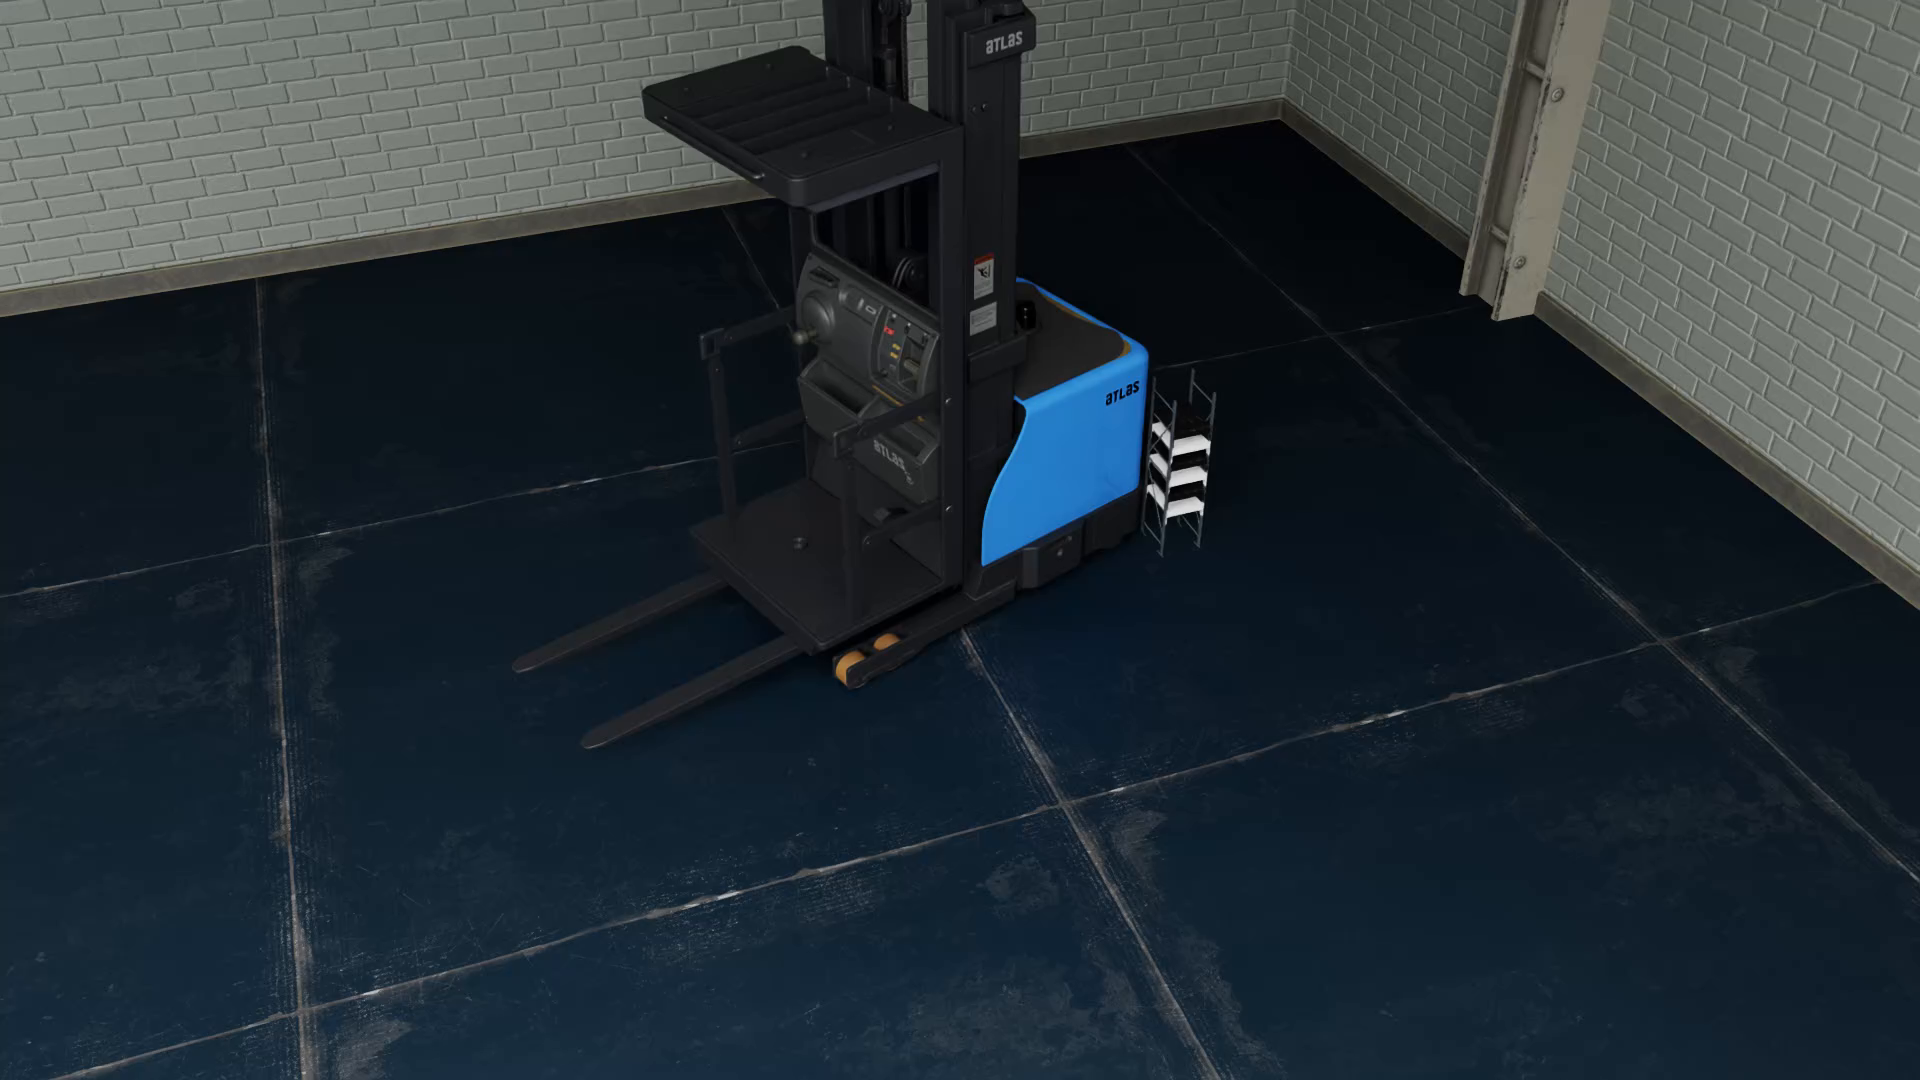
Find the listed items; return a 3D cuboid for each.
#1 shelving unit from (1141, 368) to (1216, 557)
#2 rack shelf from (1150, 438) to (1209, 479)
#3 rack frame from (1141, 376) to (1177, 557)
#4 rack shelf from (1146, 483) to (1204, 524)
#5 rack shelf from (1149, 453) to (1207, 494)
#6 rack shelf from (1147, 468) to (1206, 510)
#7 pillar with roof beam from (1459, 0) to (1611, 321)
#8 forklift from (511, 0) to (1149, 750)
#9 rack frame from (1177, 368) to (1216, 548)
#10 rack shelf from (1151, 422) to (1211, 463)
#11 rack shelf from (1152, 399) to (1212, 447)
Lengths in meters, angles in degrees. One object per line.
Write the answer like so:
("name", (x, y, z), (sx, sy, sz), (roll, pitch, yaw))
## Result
("shelving unit", (1.050, -0.366, 8.049), (0.210, 0.900, 0.258), (-13, 39, -16))
("rack shelf", (1.050, -0.412, 8.015), (0.200, 0.077, 0.258), (-13, 39, -16))
("rack frame", (0.955, -0.345, 8.021), (0.006, 0.900, 0.240), (-13, 39, -16))
("rack shelf", (1.050, -0.196, 8.177), (0.200, 0.077, 0.258), (-13, 39, -16))
("rack shelf", (1.050, -0.340, 8.069), (0.200, 0.077, 0.258), (-13, 39, -16))
("rack shelf", (1.050, -0.268, 8.123), (0.200, 0.077, 0.258), (-13, 39, -16))
("pillar with roof beam", (-0.723, -4.171, 6.368), (9.100, 9.000, 0.400), (-12, 39, -16))
("forklift", (-0.567, -0.867, 7.026), (3.031, 2.935, 1.130), (-26, 44, -30))
("rack frame", (1.145, -0.388, 8.077), (0.006, 0.900, 0.240), (-13, 39, -16))
("rack shelf", (1.050, -0.484, 7.961), (0.200, 0.077, 0.258), (-13, 39, -16))
("rack shelf", (1.050, -0.555, 7.907), (0.200, 0.077, 0.258), (-13, 39, -16))
